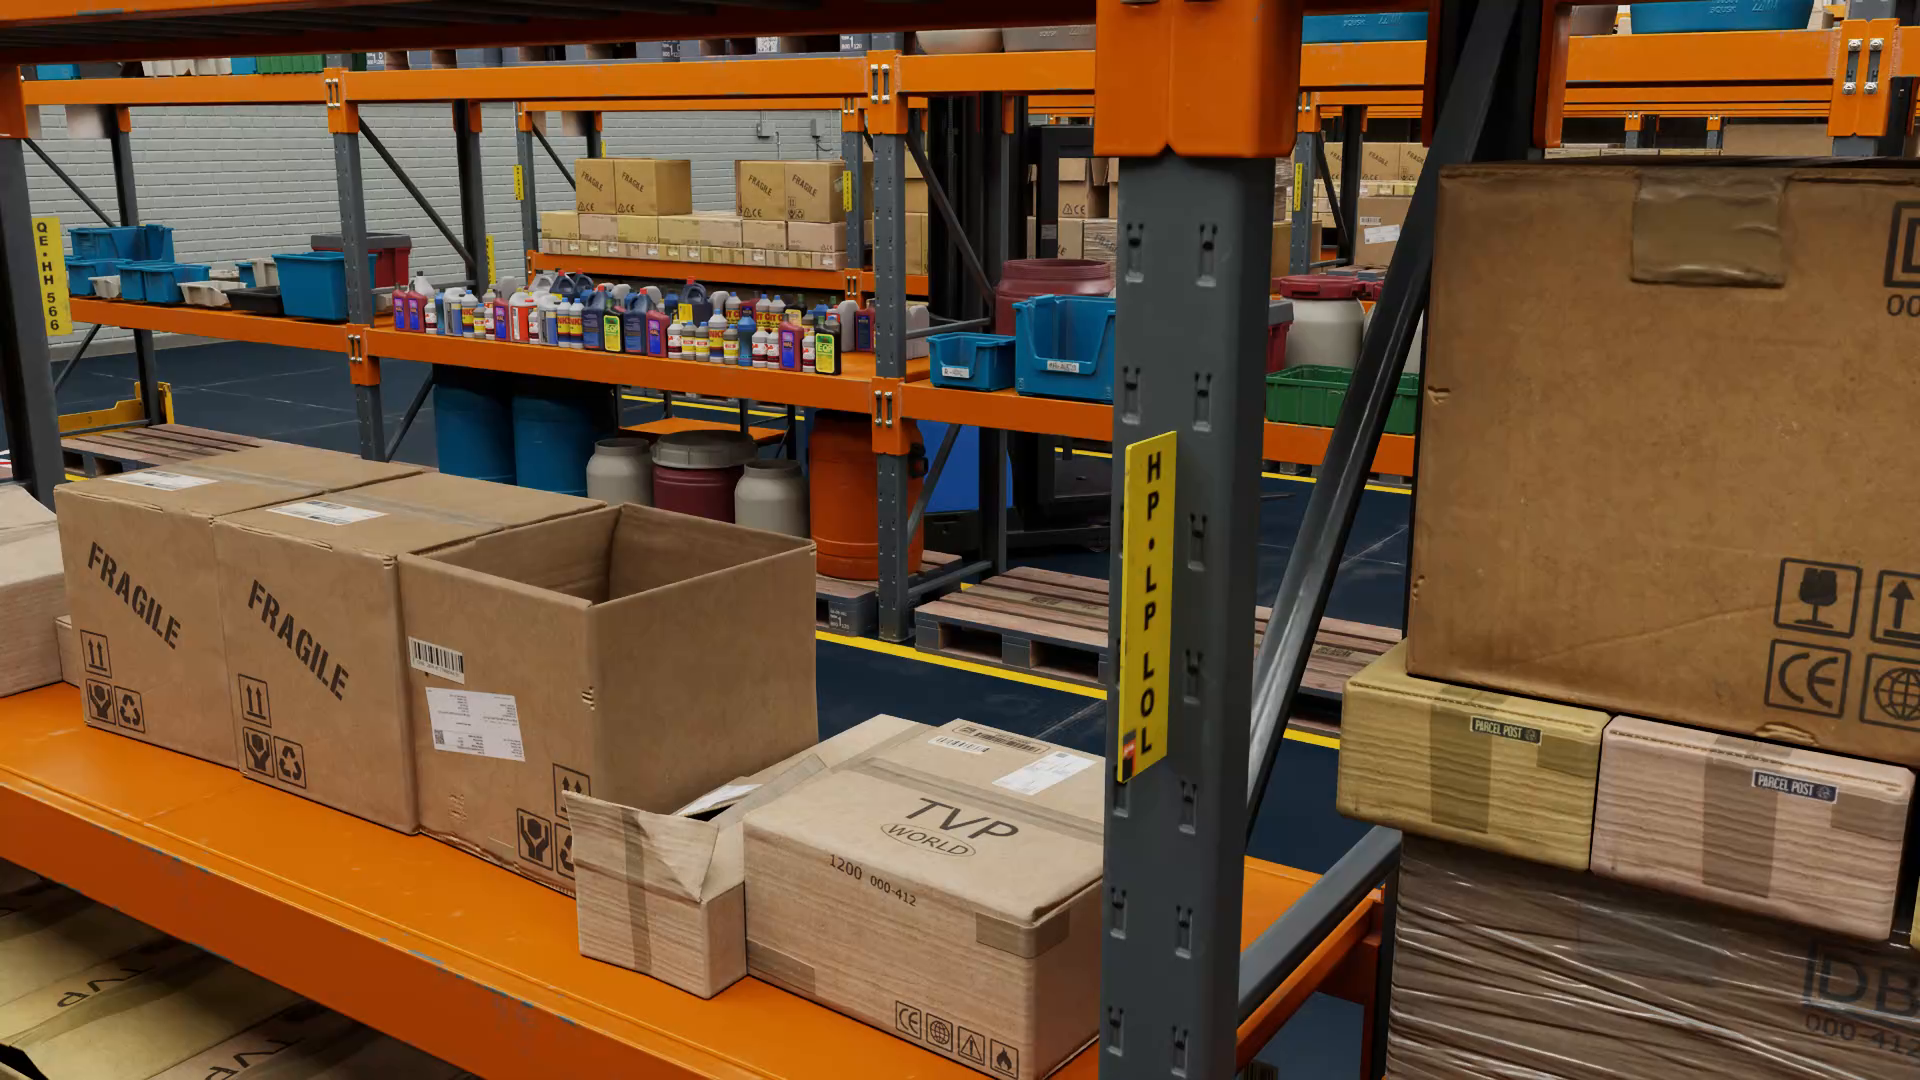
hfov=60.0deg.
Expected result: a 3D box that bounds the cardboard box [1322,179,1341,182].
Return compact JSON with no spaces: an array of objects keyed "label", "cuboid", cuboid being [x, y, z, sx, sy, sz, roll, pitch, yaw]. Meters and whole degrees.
[{"label":"cardboard box","cuboid":[3.967,-3.690,17.399,0.250,0.149,0.380,9,16,32]}]

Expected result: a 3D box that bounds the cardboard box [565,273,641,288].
[{"label":"cardboard box","cuboid":[-3.376,-2.209,16.552,0.875,0.875,0.875,9,17,33]}]

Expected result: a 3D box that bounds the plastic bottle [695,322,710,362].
[{"label":"plastic bottle","cuboid":[-1.332,-1.034,8.671,0.097,0.201,0.097,0,14,0]}]

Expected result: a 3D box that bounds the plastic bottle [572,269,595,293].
[{"label":"plastic bottle","cuboid":[-2.298,-1.476,10.144,0.185,0.351,0.144,9,17,33]}]

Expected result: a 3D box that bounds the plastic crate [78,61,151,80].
[{"label":"plastic crate","cuboid":[-5.601,-3.285,11.238,0.767,0.338,0.504,9,17,33]}]

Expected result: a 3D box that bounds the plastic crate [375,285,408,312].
[{"label":"plastic crate","cuboid":[-3.703,-1.574,10.864,0.243,0.136,0.396,9,17,33]}]

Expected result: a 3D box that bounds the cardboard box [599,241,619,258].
[{"label":"cardboard box","cuboid":[-3.198,-2.768,15.784,0.250,0.149,0.380,9,16,32]}]

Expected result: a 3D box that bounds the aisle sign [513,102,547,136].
[{"label":"aisle sign","cuboid":[-4.179,-4.318,16.114,0.004,0.787,0.394,9,17,33]}]

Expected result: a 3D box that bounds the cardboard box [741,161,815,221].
[{"label":"cardboard box","cuboid":[-1.576,-3.082,14.663,0.500,0.500,0.500,9,17,33]}]

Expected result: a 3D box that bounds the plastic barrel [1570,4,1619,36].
[{"label":"plastic barrel","cuboid":[2.156,-2.321,6.173,0.600,0.901,0.600,0,14,0]}]

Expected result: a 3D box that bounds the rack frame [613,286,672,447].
[{"label":"rack frame","cuboid":[-2.025,-0.851,10.641,0.032,1.500,0.500,9,16,31]}]

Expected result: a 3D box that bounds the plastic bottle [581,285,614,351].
[{"label":"plastic bottle","cuboid":[-1.972,-1.217,9.098,0.185,0.351,0.144,9,17,33]}]

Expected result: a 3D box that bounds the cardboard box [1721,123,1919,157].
[{"label":"cardboard box","cuboid":[5.425,-2.126,10.549,1.000,1.000,1.000,9,17,33]}]

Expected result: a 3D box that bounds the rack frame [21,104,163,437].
[{"label":"rack frame","cuboid":[-6.716,-2.119,12.640,0.127,3.000,1.000,9,17,33]}]

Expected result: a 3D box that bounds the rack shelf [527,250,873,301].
[{"label":"rack shelf","cuboid":[-2.292,-2.489,15.632,4.000,0.370,1.077,9,17,33]}]

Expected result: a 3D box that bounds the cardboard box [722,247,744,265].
[{"label":"cardboard box","cuboid":[-1.922,-2.561,14.951,0.250,0.149,0.380,10,17,34]}]

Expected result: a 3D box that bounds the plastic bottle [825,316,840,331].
[{"label":"plastic bottle","cuboid":[-0.694,-1.107,8.964,0.097,0.201,0.097,0,14,0]}]

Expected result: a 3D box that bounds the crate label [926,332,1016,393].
[{"label":"crate label","cuboid":[0.063,-0.833,7.796,0.416,0.233,0.303,9,17,33]}]

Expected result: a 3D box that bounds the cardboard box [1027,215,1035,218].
[{"label":"cardboard box","cuboid":[0.443,-2.372,13.456,0.500,0.500,0.500,9,16,32]}]

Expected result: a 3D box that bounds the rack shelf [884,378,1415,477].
[{"label":"rack shelf","cuboid":[1.582,-0.428,7.309,4.000,0.370,1.077,9,17,33]}]

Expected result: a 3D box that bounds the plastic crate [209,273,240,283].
[{"label":"plastic crate","cuboid":[-5.205,-1.836,11.923,0.250,0.136,0.298,9,17,33]}]

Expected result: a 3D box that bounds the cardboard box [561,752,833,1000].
[{"label":"cardboard box","cuboid":[-0.358,0.462,2.495,0.258,0.266,0.396,9,16,31]}]

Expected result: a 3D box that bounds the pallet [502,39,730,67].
[{"label":"pallet","cuboid":[-1.749,-2.709,9.177,1.213,0.211,1.003,9,17,33]}]

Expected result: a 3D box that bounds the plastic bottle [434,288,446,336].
[{"label":"plastic bottle","cuboid":[-3.033,-1.343,9.773,0.097,0.271,0.097,0,14,0]}]

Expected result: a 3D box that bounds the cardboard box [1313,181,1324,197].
[{"label":"cardboard box","cuboid":[3.589,-3.563,16.884,0.250,0.149,0.380,10,17,34]}]

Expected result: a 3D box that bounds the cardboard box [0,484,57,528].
[{"label":"cardboard box","cuboid":[-2.568,0.042,4.096,0.500,0.311,0.500,10,17,36]}]

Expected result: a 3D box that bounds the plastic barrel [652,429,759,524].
[{"label":"plastic barrel","cuboid":[-1.430,-0.293,9.408,0.708,0.588,0.600,9,17,33]}]

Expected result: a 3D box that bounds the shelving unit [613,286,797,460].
[{"label":"shelving unit","cuboid":[-1.603,-0.787,10.382,1.083,1.500,0.587,9,16,31]}]

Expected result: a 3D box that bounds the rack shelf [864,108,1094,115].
[{"label":"rack shelf","cuboid":[0.560,-4.920,19.212,4.000,0.370,1.077,9,17,33]}]

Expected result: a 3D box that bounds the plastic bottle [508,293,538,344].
[{"label":"plastic bottle","cuboid":[-2.457,-1.260,9.428,0.135,0.276,0.152,9,17,33]}]

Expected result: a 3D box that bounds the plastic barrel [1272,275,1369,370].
[{"label":"plastic barrel","cuboid":[1.602,-0.904,7.449,0.433,0.535,0.433,0,14,0]}]

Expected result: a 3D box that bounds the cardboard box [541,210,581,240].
[{"label":"cardboard box","cuboid":[-3.704,-3.060,16.134,0.500,0.250,0.500,9,16,31]}]

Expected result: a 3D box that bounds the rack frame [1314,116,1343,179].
[{"label":"rack frame","cuboid":[4.899,-4.546,22.444,0.127,3.000,1.000,9,17,33]}]

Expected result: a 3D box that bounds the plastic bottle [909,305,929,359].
[{"label":"plastic bottle","cuboid":[-0.256,-1.108,8.815,0.135,0.276,0.152,9,17,33]}]

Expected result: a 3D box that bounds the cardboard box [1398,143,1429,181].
[{"label":"cardboard box","cuboid":[5.956,-4.833,21.315,0.500,0.500,0.500,9,16,31]}]

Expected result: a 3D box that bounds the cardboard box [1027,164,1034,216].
[{"label":"cardboard box","cuboid":[0.465,-2.927,13.609,0.637,0.503,0.797,9,17,33]}]

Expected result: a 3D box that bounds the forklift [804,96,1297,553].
[{"label":"forklift","cuboid":[0.596,-1.466,10.146,3.031,2.935,1.130,-4,14,-16]}]

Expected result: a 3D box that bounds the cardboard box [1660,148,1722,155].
[{"label":"cardboard box","cuboid":[6.753,-3.345,15.303,0.500,0.500,0.700,9,16,32]}]

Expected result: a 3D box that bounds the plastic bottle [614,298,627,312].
[{"label":"plastic bottle","cuboid":[-1.830,-1.166,9.036,0.133,0.283,0.061,9,17,33]}]

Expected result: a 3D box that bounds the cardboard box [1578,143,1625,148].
[{"label":"cardboard box","cuboid":[7.945,-4.658,20.609,0.500,0.500,0.500,9,16,31]}]

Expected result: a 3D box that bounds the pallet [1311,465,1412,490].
[{"label":"pallet","cuboid":[3.334,-0.575,12.206,1.213,0.211,1.003,9,17,33]}]

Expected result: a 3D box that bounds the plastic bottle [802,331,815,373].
[{"label":"plastic bottle","cuboid":[-0.737,-0.938,8.282,0.097,0.201,0.097,0,14,0]}]

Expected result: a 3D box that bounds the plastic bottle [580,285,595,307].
[{"label":"plastic bottle","cuboid":[-2.222,-1.387,9.953,0.097,0.271,0.097,0,14,0]}]

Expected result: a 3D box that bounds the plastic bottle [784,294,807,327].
[{"label":"plastic bottle","cuboid":[-0.917,-1.232,9.299,0.133,0.283,0.061,9,17,33]}]

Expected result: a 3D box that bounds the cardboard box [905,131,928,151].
[{"label":"cardboard box","cuboid":[-0.453,-4.580,19.676,0.500,0.500,0.500,10,17,34]}]

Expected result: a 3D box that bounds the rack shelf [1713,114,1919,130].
[{"label":"rack shelf","cuboid":[12.644,-5.838,22.920,4.000,0.370,1.077,9,17,33]}]

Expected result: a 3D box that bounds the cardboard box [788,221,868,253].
[{"label":"cardboard box","cuboid":[-1.145,-2.648,14.472,0.500,0.250,0.500,9,16,32]}]

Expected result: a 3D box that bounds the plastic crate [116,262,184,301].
[{"label":"plastic crate","cuboid":[-5.602,-1.791,11.540,0.300,0.233,0.416,9,17,33]}]

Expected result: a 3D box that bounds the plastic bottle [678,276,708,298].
[{"label":"plastic bottle","cuboid":[-1.537,-1.353,9.647,0.185,0.351,0.144,9,17,33]}]

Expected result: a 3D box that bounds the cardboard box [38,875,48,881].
[{"label":"cardboard box","cuboid":[-2.273,0.821,4.445,0.500,0.311,0.500,10,17,34]}]

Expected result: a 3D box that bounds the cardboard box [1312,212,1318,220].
[{"label":"cardboard box","cuboid":[3.584,-3.274,16.956,0.250,0.149,0.380,8,16,30]}]

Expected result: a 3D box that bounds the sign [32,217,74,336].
[{"label":"sign","cuboid":[-2.538,-0.732,4.628,0.005,0.325,0.100,9,17,33]}]

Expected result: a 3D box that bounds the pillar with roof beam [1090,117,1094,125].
[{"label":"pillar with roof beam","cuboid":[0.210,-8.667,26.610,0.400,9.000,9.100,9,17,33]}]

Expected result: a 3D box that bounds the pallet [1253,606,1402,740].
[{"label":"pallet","cuboid":[1.552,0.583,7.528,1.213,0.211,1.003,9,17,33]}]

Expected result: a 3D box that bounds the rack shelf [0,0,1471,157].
[{"label":"rack shelf","cuboid":[-1.185,-0.897,2.960,4.000,0.370,1.077,9,17,33]}]

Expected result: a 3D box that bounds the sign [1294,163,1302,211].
[{"label":"sign","cuboid":[2.380,-2.484,11.707,0.005,0.325,0.100,9,17,33]}]
